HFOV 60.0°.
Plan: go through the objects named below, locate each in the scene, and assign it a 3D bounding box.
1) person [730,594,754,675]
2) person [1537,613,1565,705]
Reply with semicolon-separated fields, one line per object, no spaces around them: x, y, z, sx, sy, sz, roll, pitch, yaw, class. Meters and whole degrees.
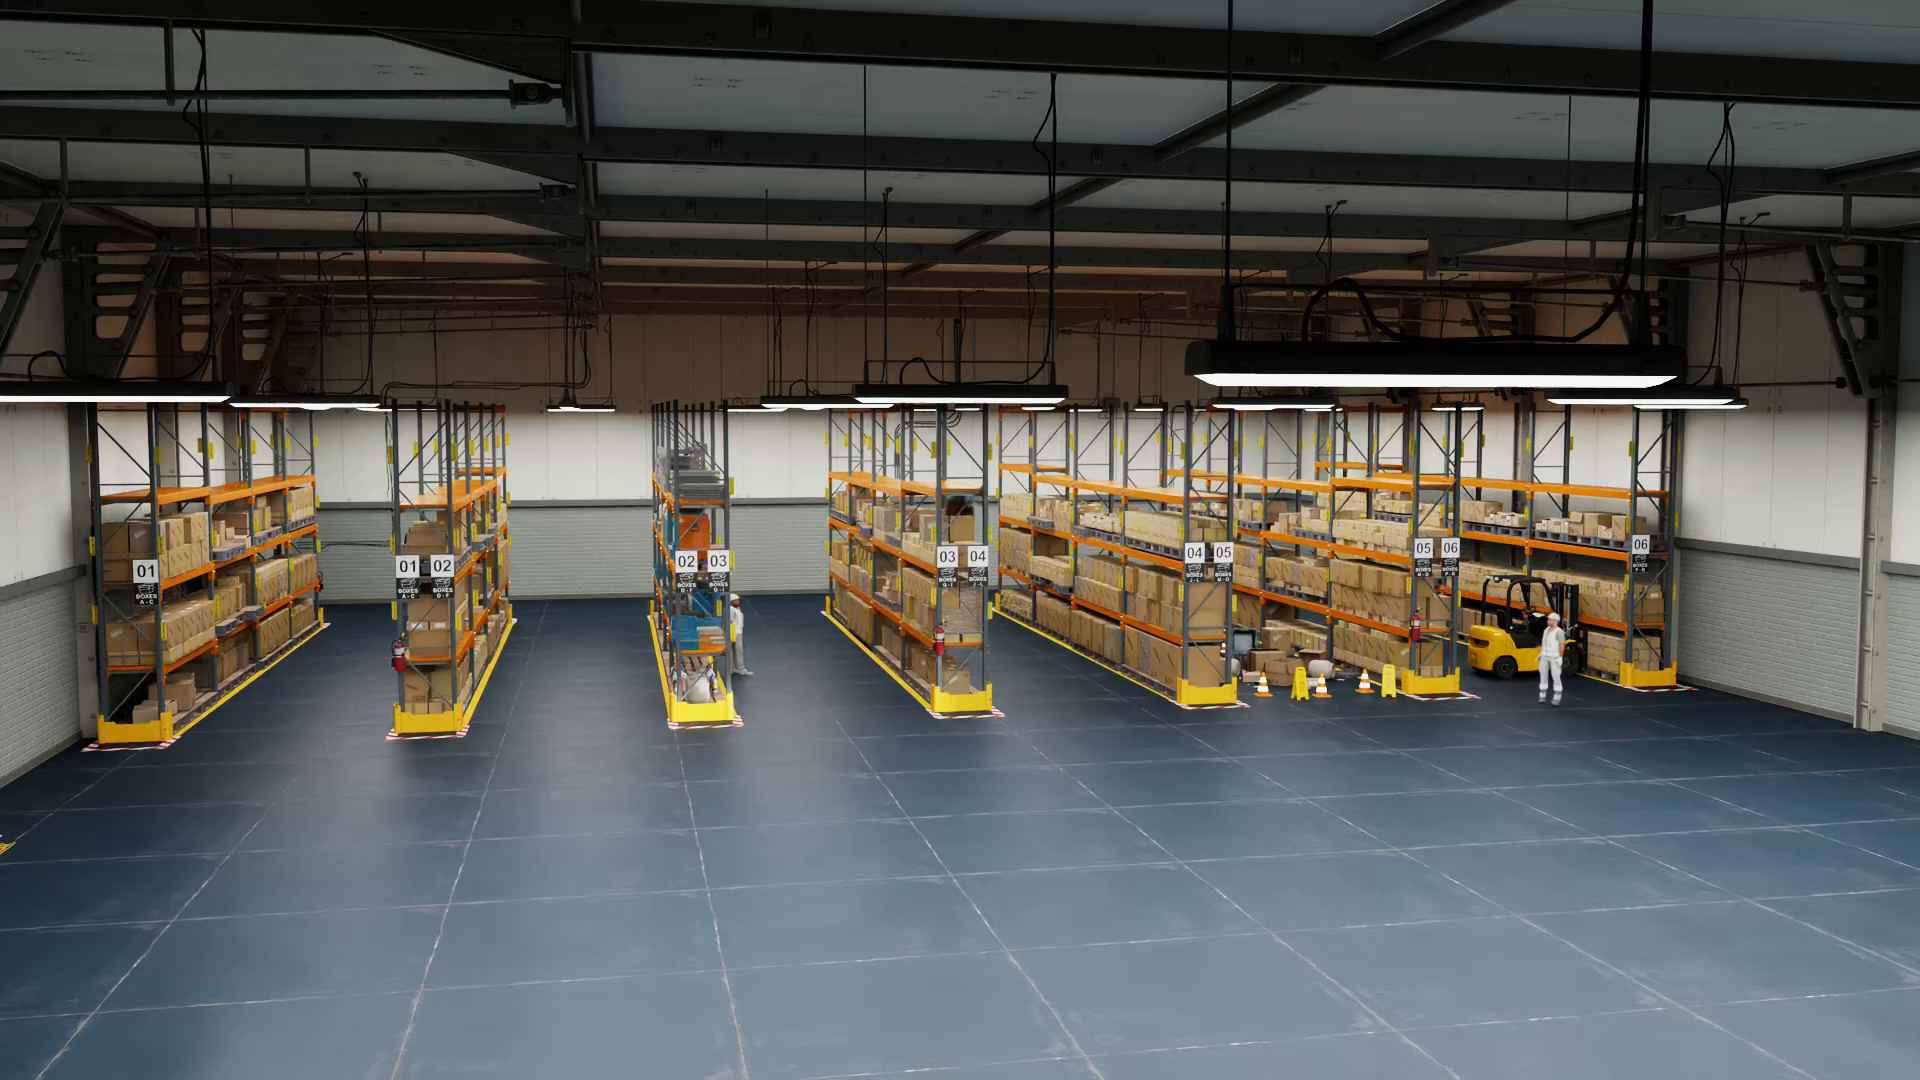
-4.854;2.069;36.696;0.588;1.772;0.594;-1;4;-7;person
11.715;2.336;32.966;0.394;1.796;0.597;-4;6;-41;person
